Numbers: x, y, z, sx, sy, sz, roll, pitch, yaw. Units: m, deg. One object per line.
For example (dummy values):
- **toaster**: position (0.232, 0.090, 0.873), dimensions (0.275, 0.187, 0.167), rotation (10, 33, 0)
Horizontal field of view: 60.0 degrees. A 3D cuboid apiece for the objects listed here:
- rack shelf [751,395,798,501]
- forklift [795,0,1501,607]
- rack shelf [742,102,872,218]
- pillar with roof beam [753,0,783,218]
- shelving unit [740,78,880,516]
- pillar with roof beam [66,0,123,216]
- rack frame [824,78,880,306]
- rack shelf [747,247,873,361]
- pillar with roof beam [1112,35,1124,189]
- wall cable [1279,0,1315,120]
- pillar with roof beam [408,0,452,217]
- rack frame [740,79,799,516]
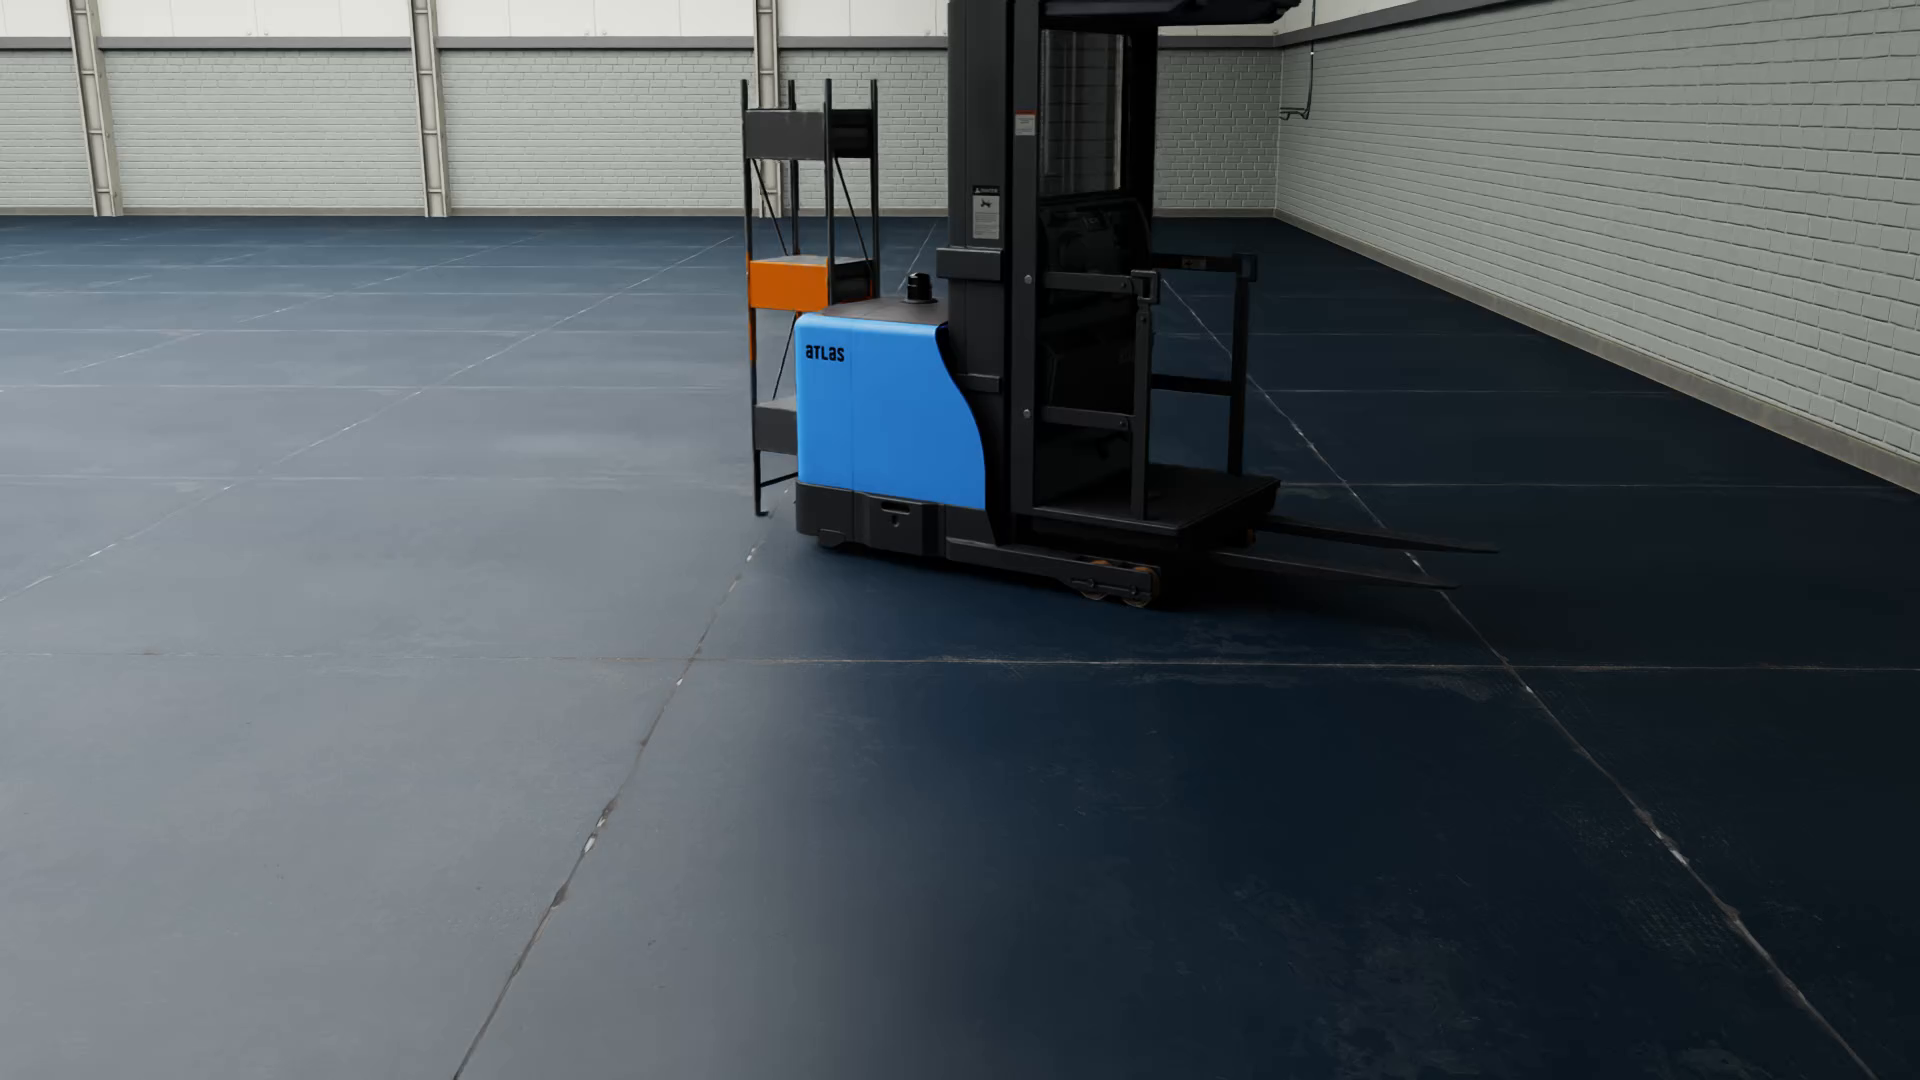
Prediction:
- **rack shelf**: position (-0.709, -0.458, 8.256), dimensions (0.480, 0.518, 0.431), rotation (9, 17, 31)
- **forklift**: position (0.762, -1.296, 7.008), dimensions (3.031, 2.935, 1.130), rotation (9, 17, 31)
- **rack shelf**: position (-0.709, -1.811, 7.899), dimensions (0.480, 0.518, 0.431), rotation (9, 17, 31)
- **pillar with roof beam**: position (-3.481, -9.031, 24.432), dimensions (0.400, 9.000, 9.100), rotation (0, 15, 1)
- **shelving unit**: position (-0.709, -1.148, 8.074), dimensions (0.503, 2.100, 0.431), rotation (9, 17, 31)
- **pillar with roof beam**: position (-15.477, -9.110, 24.728), dimensions (0.400, 9.000, 9.100), rotation (0, 15, 1)
- **rack frame**: position (-0.502, -1.115, 7.950), dimensions (0.015, 2.100, 0.400), rotation (9, 17, 31)
- **rack shelf**: position (-0.709, -1.135, 8.078), dimensions (0.480, 0.518, 0.431), rotation (9, 17, 31)
- **pillar with roof beam**: position (2.517, -8.992, 24.283), dimensions (0.400, 9.000, 9.100), rotation (0, 15, 1)
- **wall cable**: position (5.538, -8.232, 27.490), dimensions (0.112, 2.526, 3.097), rotation (0, 15, 1)
- **pillar with roof beam**: position (-9.479, -9.070, 24.580), dimensions (0.400, 9.000, 9.100), rotation (0, 15, 1)
- **rack frame**: position (-0.917, -1.181, 8.199), dimensions (0.015, 2.100, 0.400), rotation (9, 17, 31)
